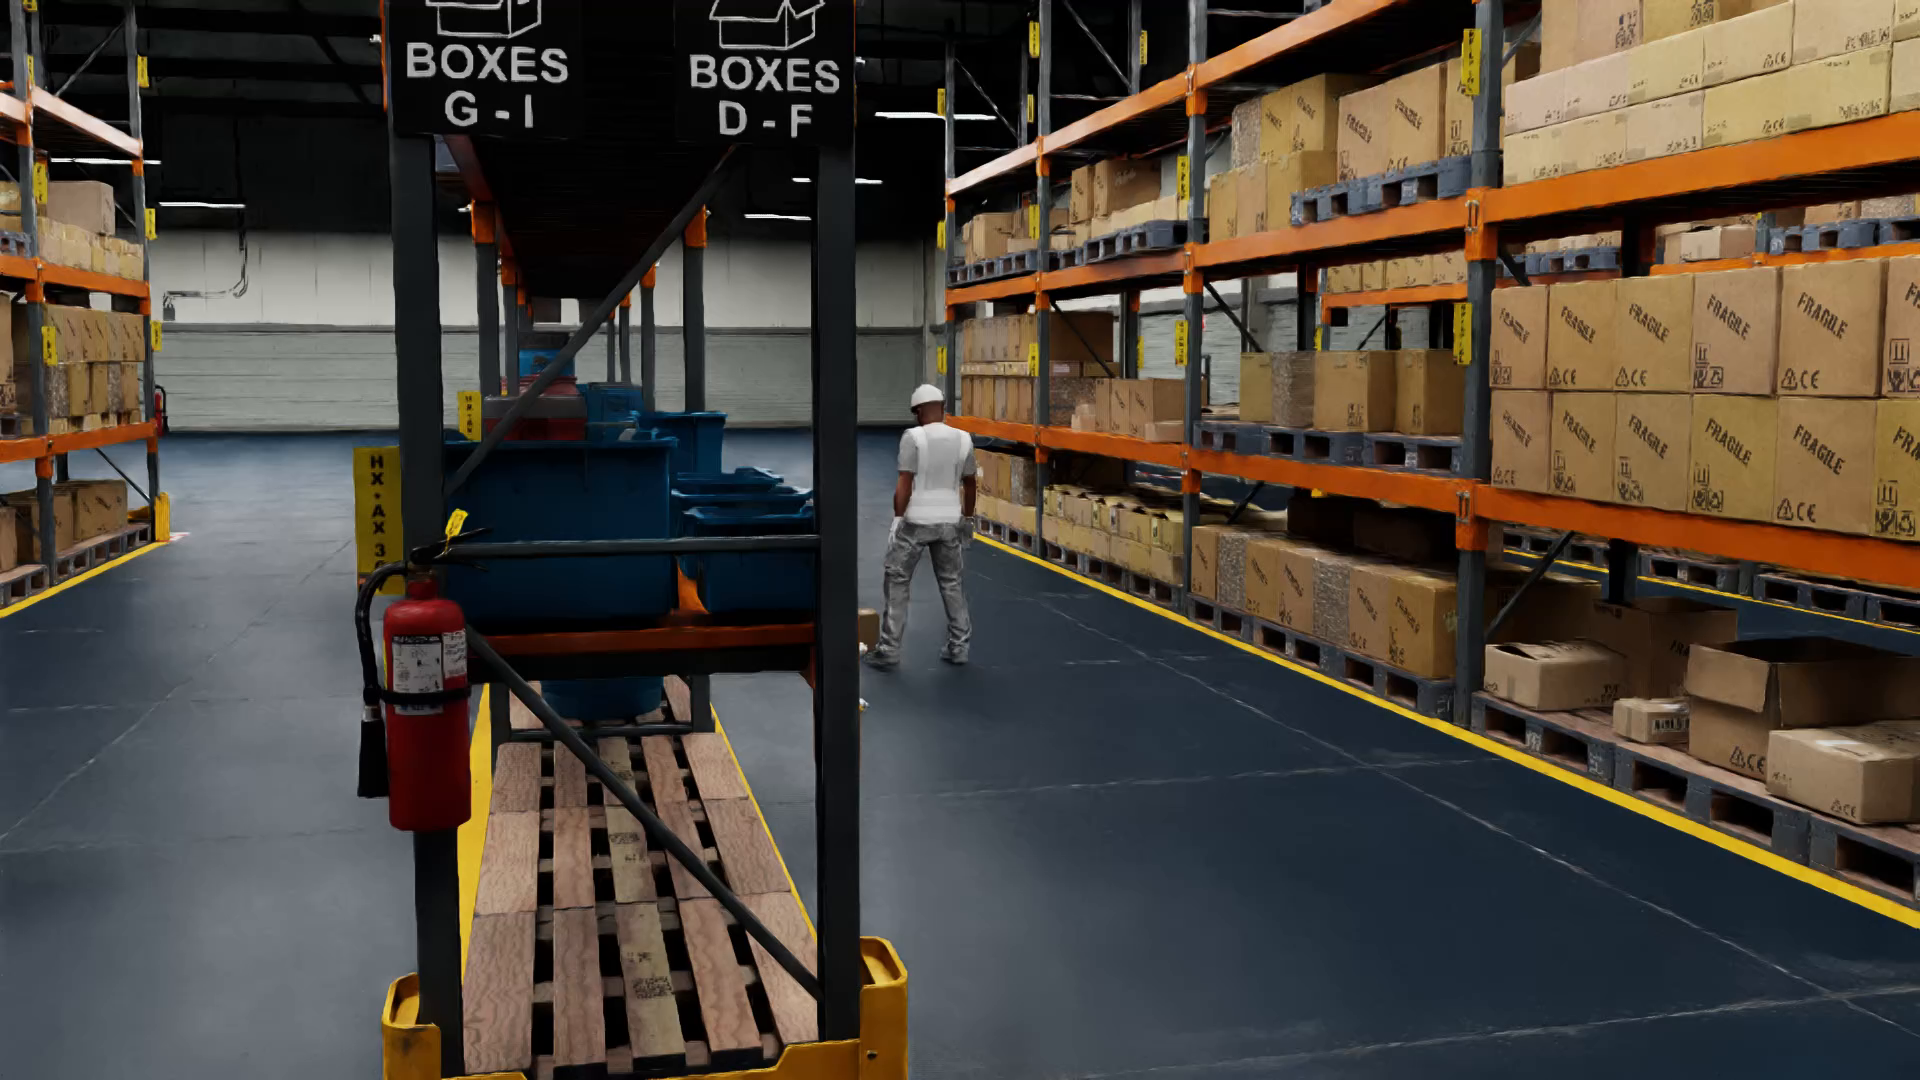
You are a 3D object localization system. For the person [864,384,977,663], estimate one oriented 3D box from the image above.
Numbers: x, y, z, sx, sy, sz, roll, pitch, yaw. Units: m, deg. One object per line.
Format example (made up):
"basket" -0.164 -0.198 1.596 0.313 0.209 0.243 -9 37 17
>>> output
"person" -0.238 -0.102 10.573 0.687 1.776 0.455 -4 7 -33
